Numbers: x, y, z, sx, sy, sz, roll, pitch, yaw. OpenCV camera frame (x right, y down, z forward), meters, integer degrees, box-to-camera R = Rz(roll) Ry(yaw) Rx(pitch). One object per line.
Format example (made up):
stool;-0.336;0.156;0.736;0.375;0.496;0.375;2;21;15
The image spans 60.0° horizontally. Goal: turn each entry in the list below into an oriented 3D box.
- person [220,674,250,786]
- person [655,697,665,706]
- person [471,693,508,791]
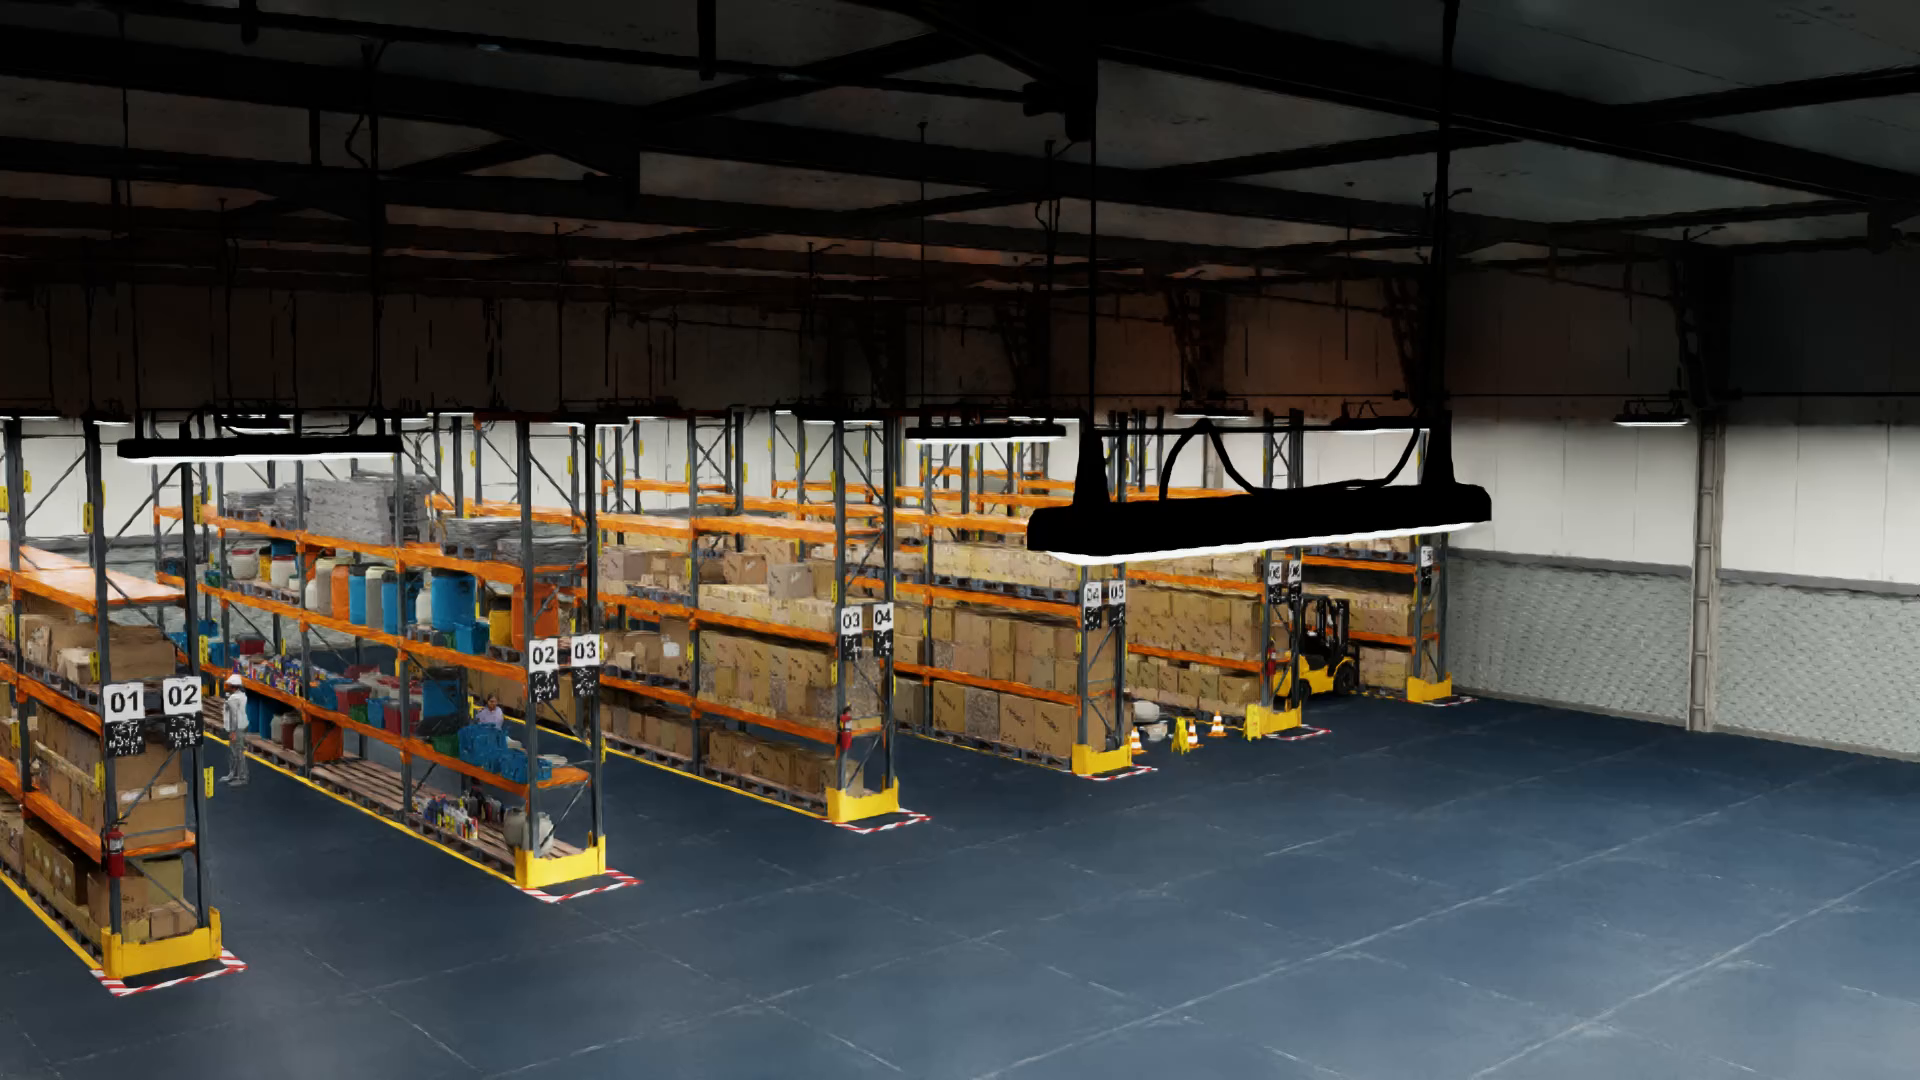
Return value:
person;-11.794;3.066;26.977;0.494;1.775;0.578;-1;5;-11
person;-5.939;2.639;32.638;0.677;1.674;0.534;-5;7;-43
person;-7.499;3.206;26.540;0.479;1.567;1.090;-4;6;-39
